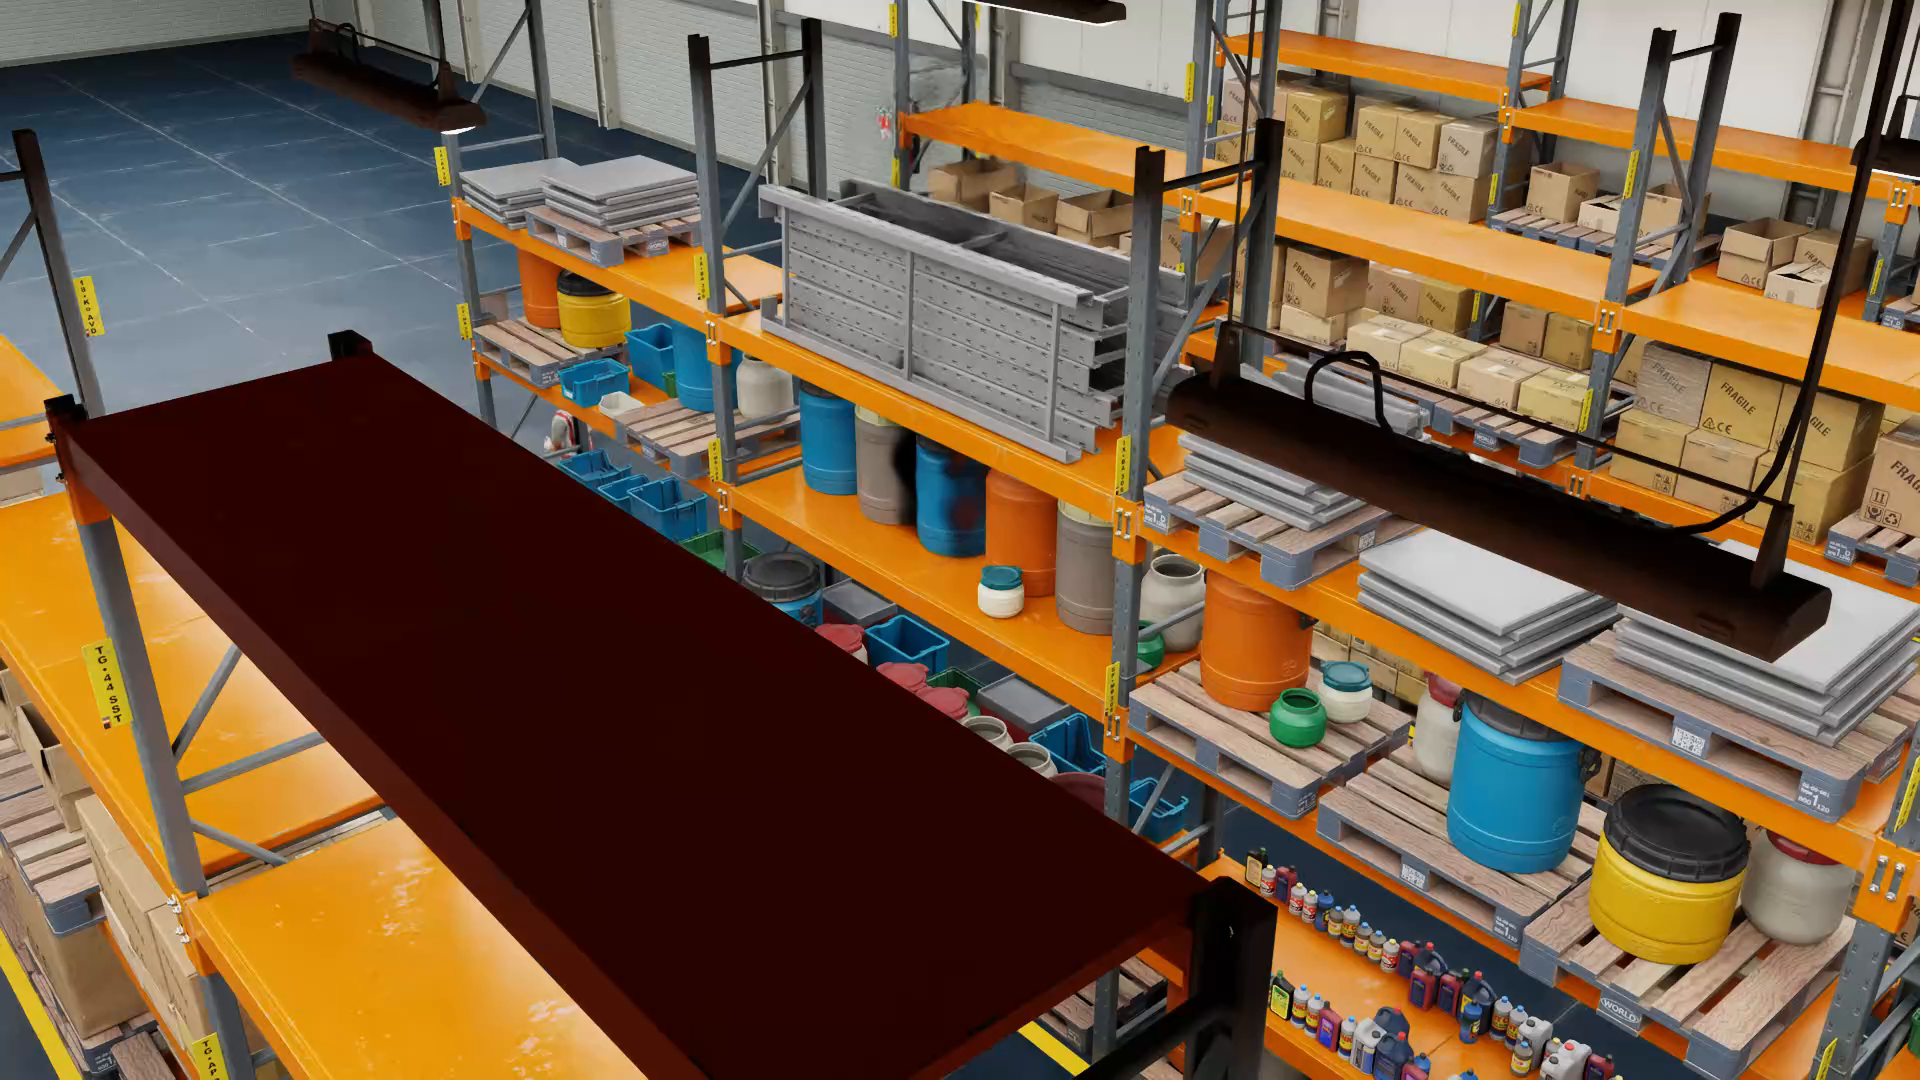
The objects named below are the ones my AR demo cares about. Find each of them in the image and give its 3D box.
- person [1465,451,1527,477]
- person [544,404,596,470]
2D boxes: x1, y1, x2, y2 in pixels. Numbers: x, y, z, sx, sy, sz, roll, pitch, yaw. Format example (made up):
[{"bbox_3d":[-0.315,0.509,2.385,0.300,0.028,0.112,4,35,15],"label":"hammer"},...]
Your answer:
[{"bbox_3d":[5.350,-0.476,16.506,0.922,1.815,0.684,23,35,38],"label":"person"},{"bbox_3d":[-4.058,-0.877,17.377,0.581,1.722,0.669,6,28,12],"label":"person"}]
